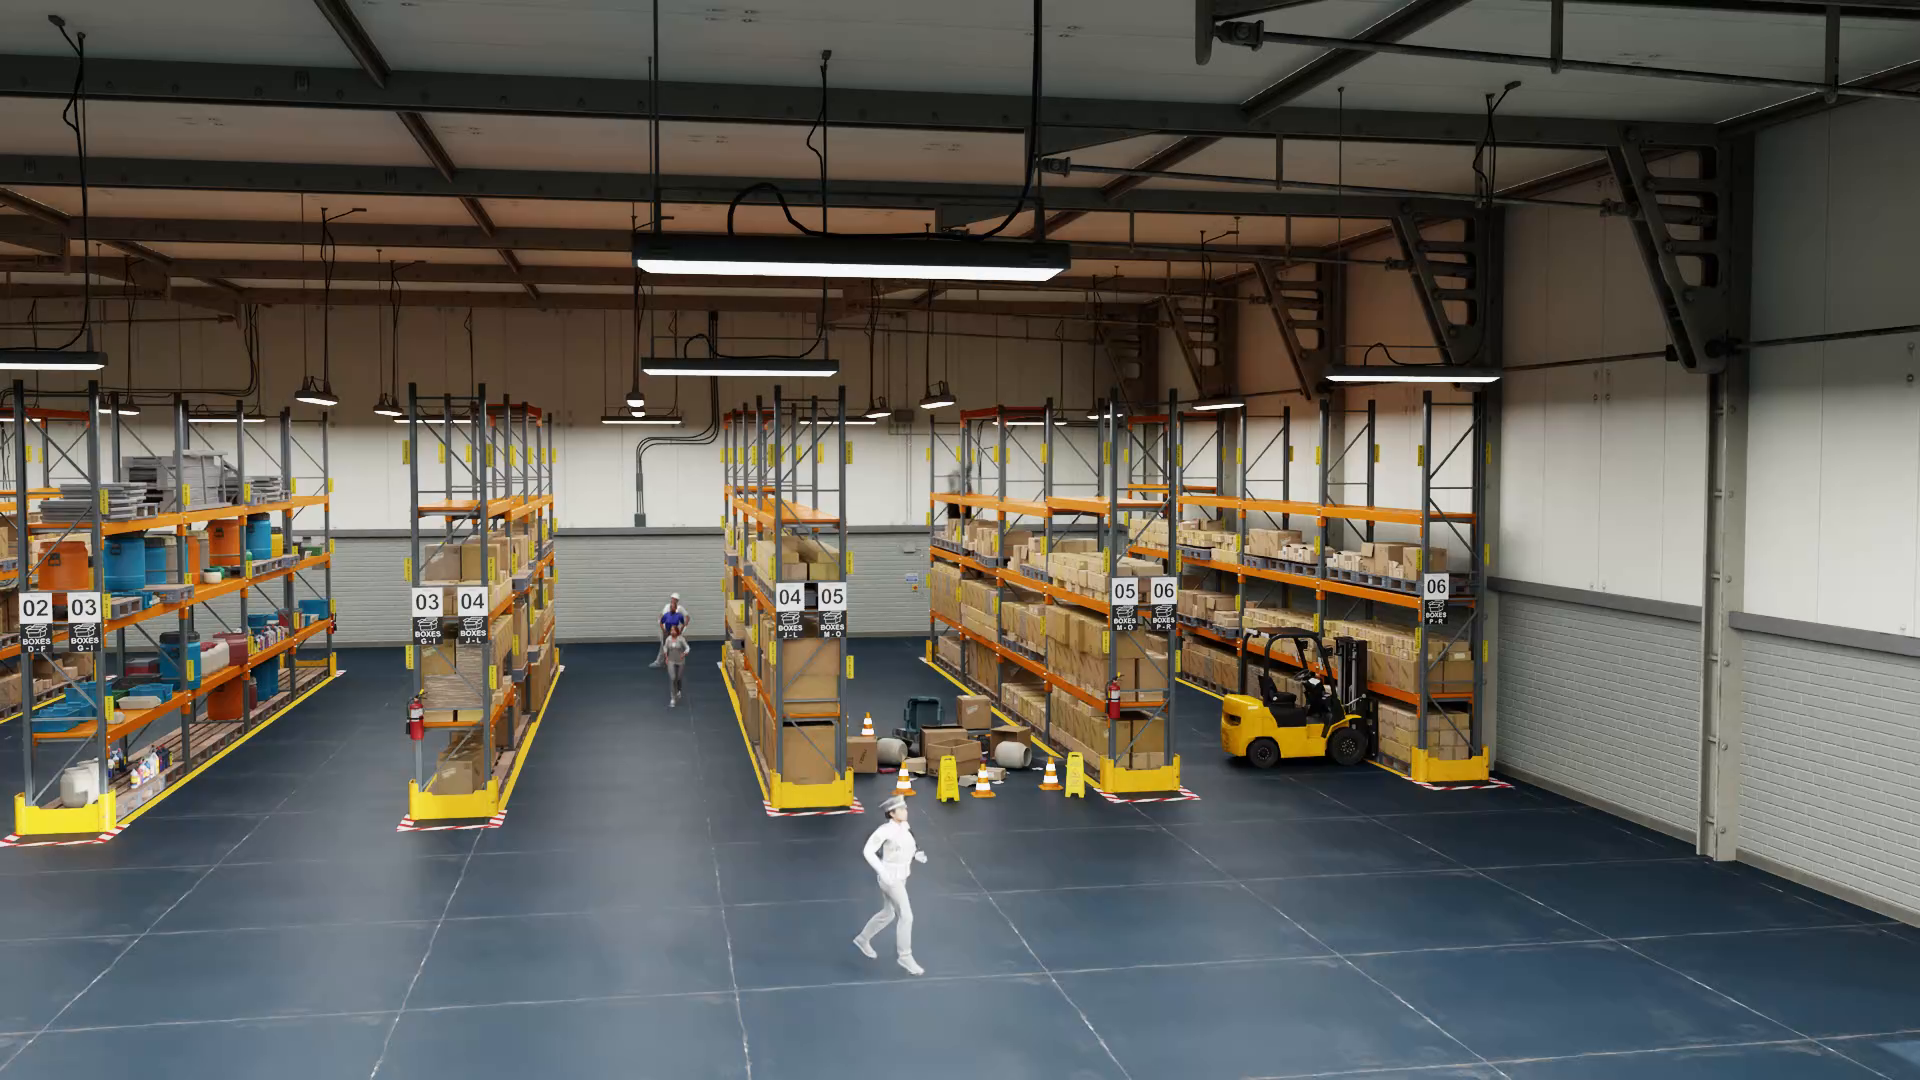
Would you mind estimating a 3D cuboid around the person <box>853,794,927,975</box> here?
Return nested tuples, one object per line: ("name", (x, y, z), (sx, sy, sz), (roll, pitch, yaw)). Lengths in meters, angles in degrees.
("person", (-0.679, 3.326, 16.251), (0.777, 1.734, 0.609), (1, 3, 22))

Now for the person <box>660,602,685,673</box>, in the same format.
("person", (-6.676, 2.248, 38.631), (0.581, 1.624, 0.698), (-1, 3, -11))

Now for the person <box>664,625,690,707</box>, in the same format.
("person", (-5.705, 2.511, 33.495), (0.536, 1.598, 0.775), (0, 3, -4))

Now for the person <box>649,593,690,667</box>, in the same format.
("person", (-6.894, 2.126, 39.227), (0.740, 1.728, 0.958), (2, 4, 38))
